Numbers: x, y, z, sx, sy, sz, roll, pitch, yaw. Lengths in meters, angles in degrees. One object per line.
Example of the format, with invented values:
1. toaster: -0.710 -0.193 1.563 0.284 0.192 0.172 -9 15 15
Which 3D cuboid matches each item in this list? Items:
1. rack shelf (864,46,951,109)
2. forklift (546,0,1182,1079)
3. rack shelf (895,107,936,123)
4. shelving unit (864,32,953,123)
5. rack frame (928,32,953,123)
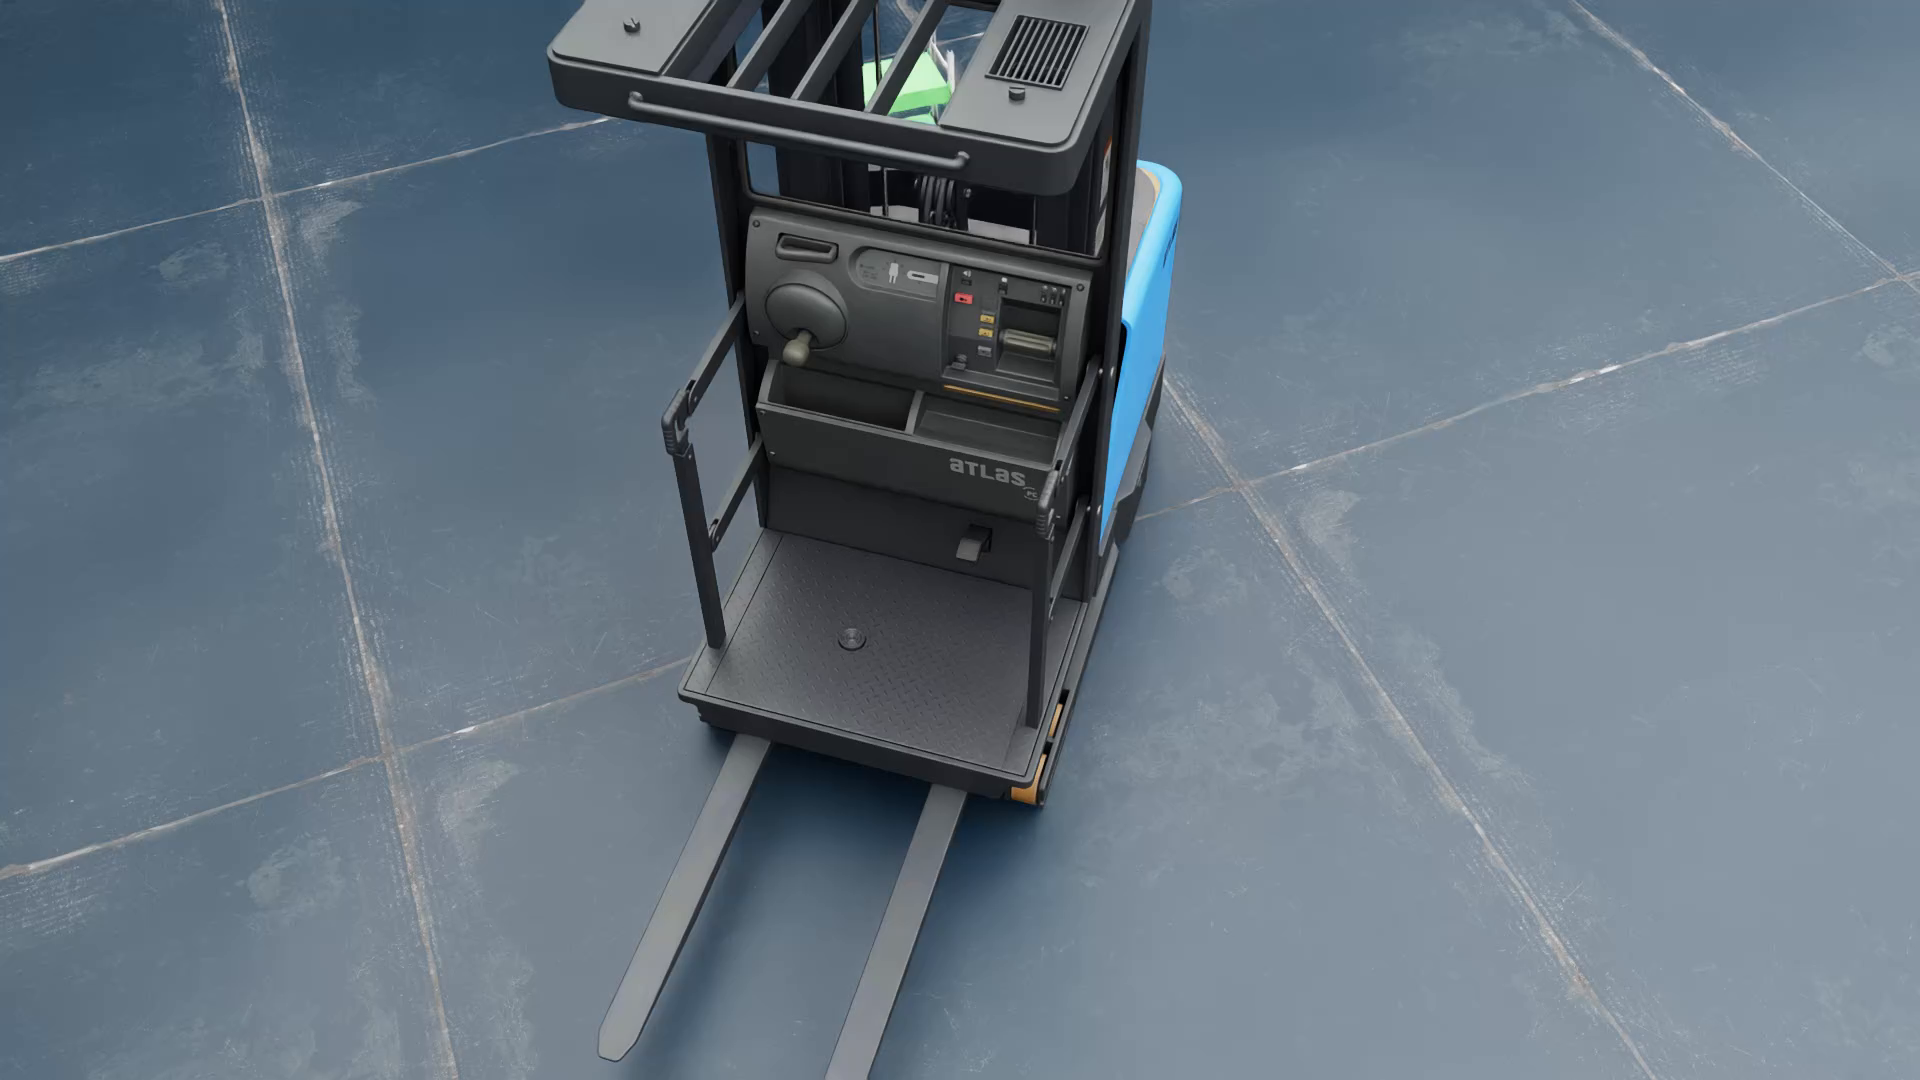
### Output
1. rack shelf: -0.297 -1.535 5.717 0.480 0.148 0.258 -14 46 -11
2. forklift: -0.182 -0.499 4.246 1.130 2.935 3.031 13 51 11
3. rack shelf: -0.291 -1.364 5.885 0.480 0.148 0.258 -14 46 -11
4. shelving unit: -0.287 -1.238 6.009 0.503 1.200 0.258 -14 46 -11
5. rack frame: -0.054 -1.294 6.057 0.015 1.200 0.240 -14 46 -11
